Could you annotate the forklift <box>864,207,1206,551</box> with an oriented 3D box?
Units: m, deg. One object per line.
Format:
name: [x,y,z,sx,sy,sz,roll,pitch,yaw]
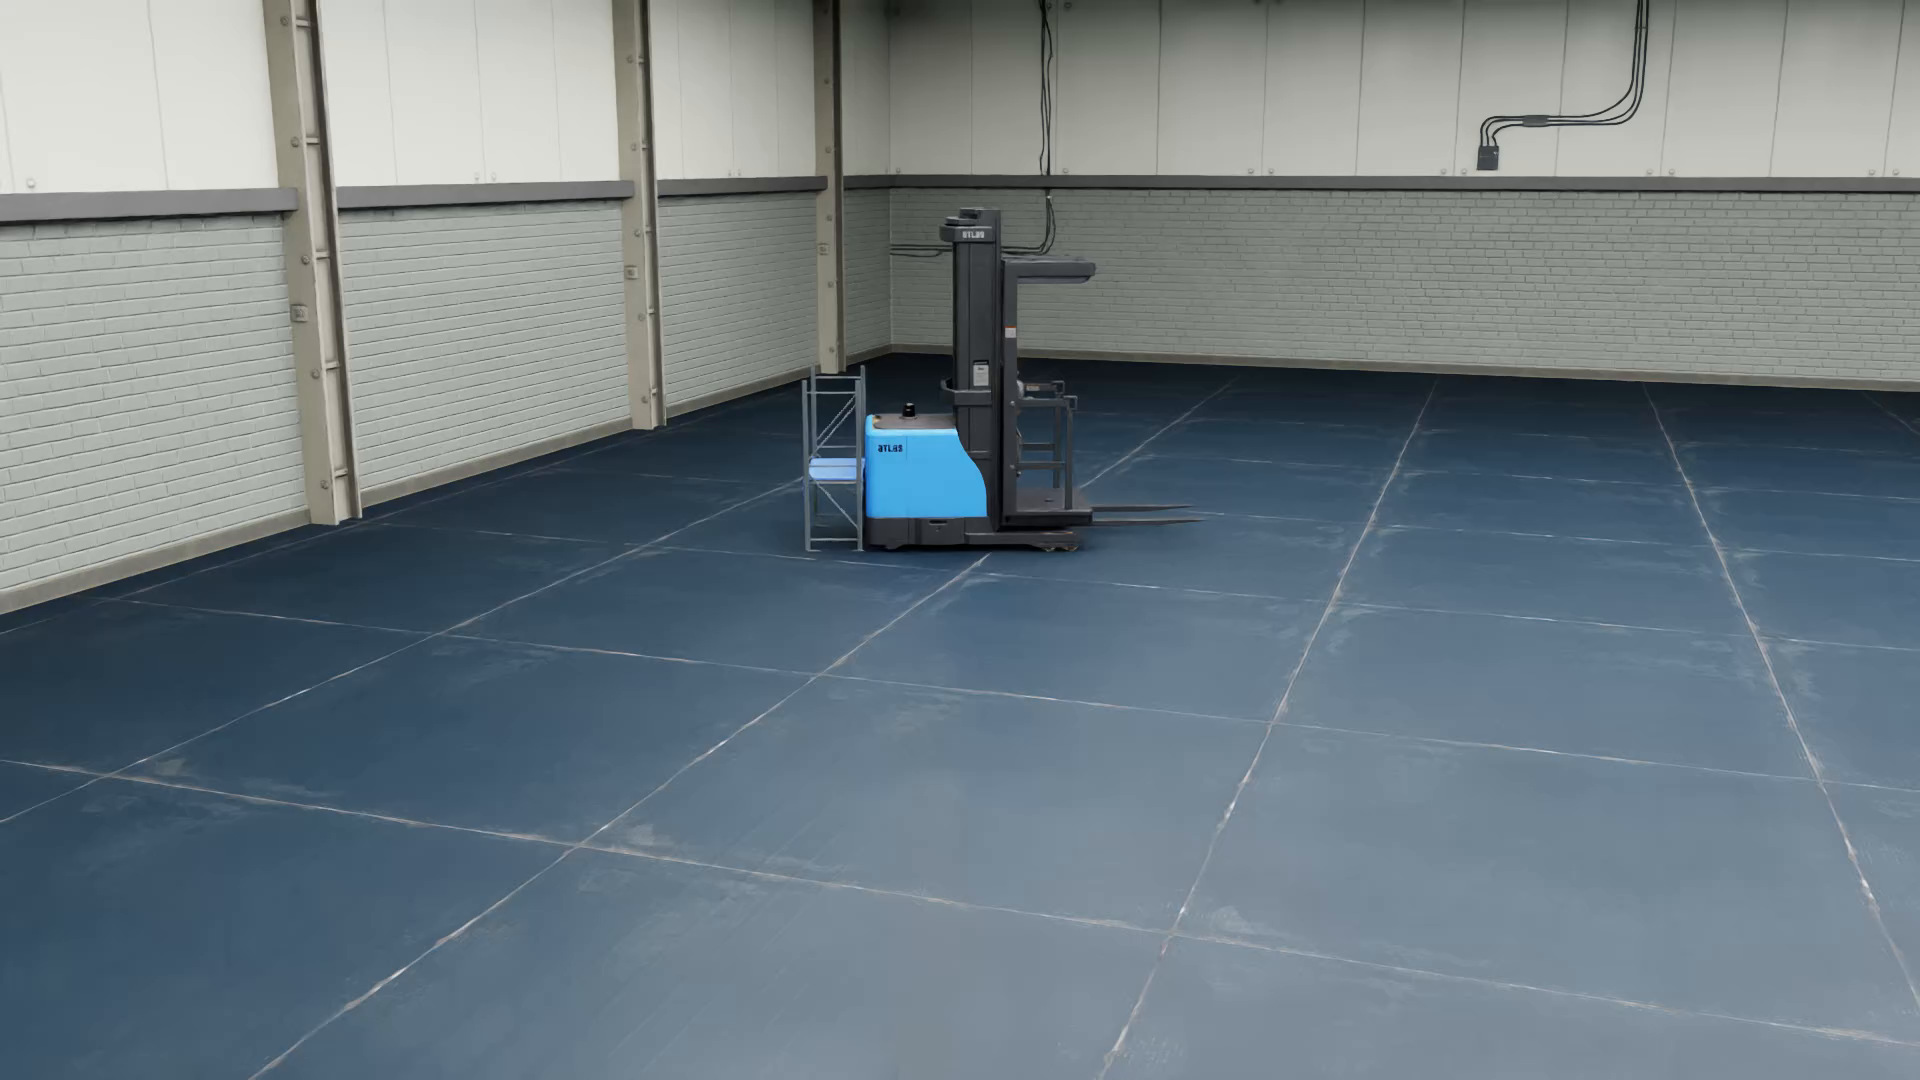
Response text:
forklift: [0.660,-1.449,14.747,3.031,2.935,1.130,-1,13,-3]

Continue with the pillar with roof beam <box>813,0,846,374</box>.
pillar with roof beam: [2.016,-6.795,24.534,9.100,9.000,0.400,4,14,18]

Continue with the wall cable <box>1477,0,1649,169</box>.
wall cable: [9.125,-8.601,24.805,2.305,6.003,0.169,4,14,18]

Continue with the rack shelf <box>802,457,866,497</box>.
rack shelf: [-1.110,-0.573,14.934,0.538,0.185,1.000,0,13,-1]

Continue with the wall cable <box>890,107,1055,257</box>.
wall cable: [0.147,-6.116,28.538,3.097,2.526,0.112,4,14,18]

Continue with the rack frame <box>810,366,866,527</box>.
rack frame: [-1.117,-0.861,15.389,0.500,1.500,0.032,0,13,-1]

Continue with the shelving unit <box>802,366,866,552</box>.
shelving unit: [-1.110,-0.748,14.894,0.538,1.500,1.048,0,13,-1]

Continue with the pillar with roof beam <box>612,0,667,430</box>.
pillar with roof beam: [0.075,-5.531,18.999,9.100,9.000,0.400,4,14,18]

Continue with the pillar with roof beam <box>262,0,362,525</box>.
pillar with roof beam: [-1.866,-4.268,13.464,9.100,9.000,0.400,4,14,18]

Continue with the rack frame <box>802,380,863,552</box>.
rack frame: [-1.103,-0.635,14.398,0.500,1.500,0.032,0,13,-1]

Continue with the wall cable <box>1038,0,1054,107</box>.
wall cable: [2.707,-8.383,27.123,3.097,2.526,0.112,4,14,18]
